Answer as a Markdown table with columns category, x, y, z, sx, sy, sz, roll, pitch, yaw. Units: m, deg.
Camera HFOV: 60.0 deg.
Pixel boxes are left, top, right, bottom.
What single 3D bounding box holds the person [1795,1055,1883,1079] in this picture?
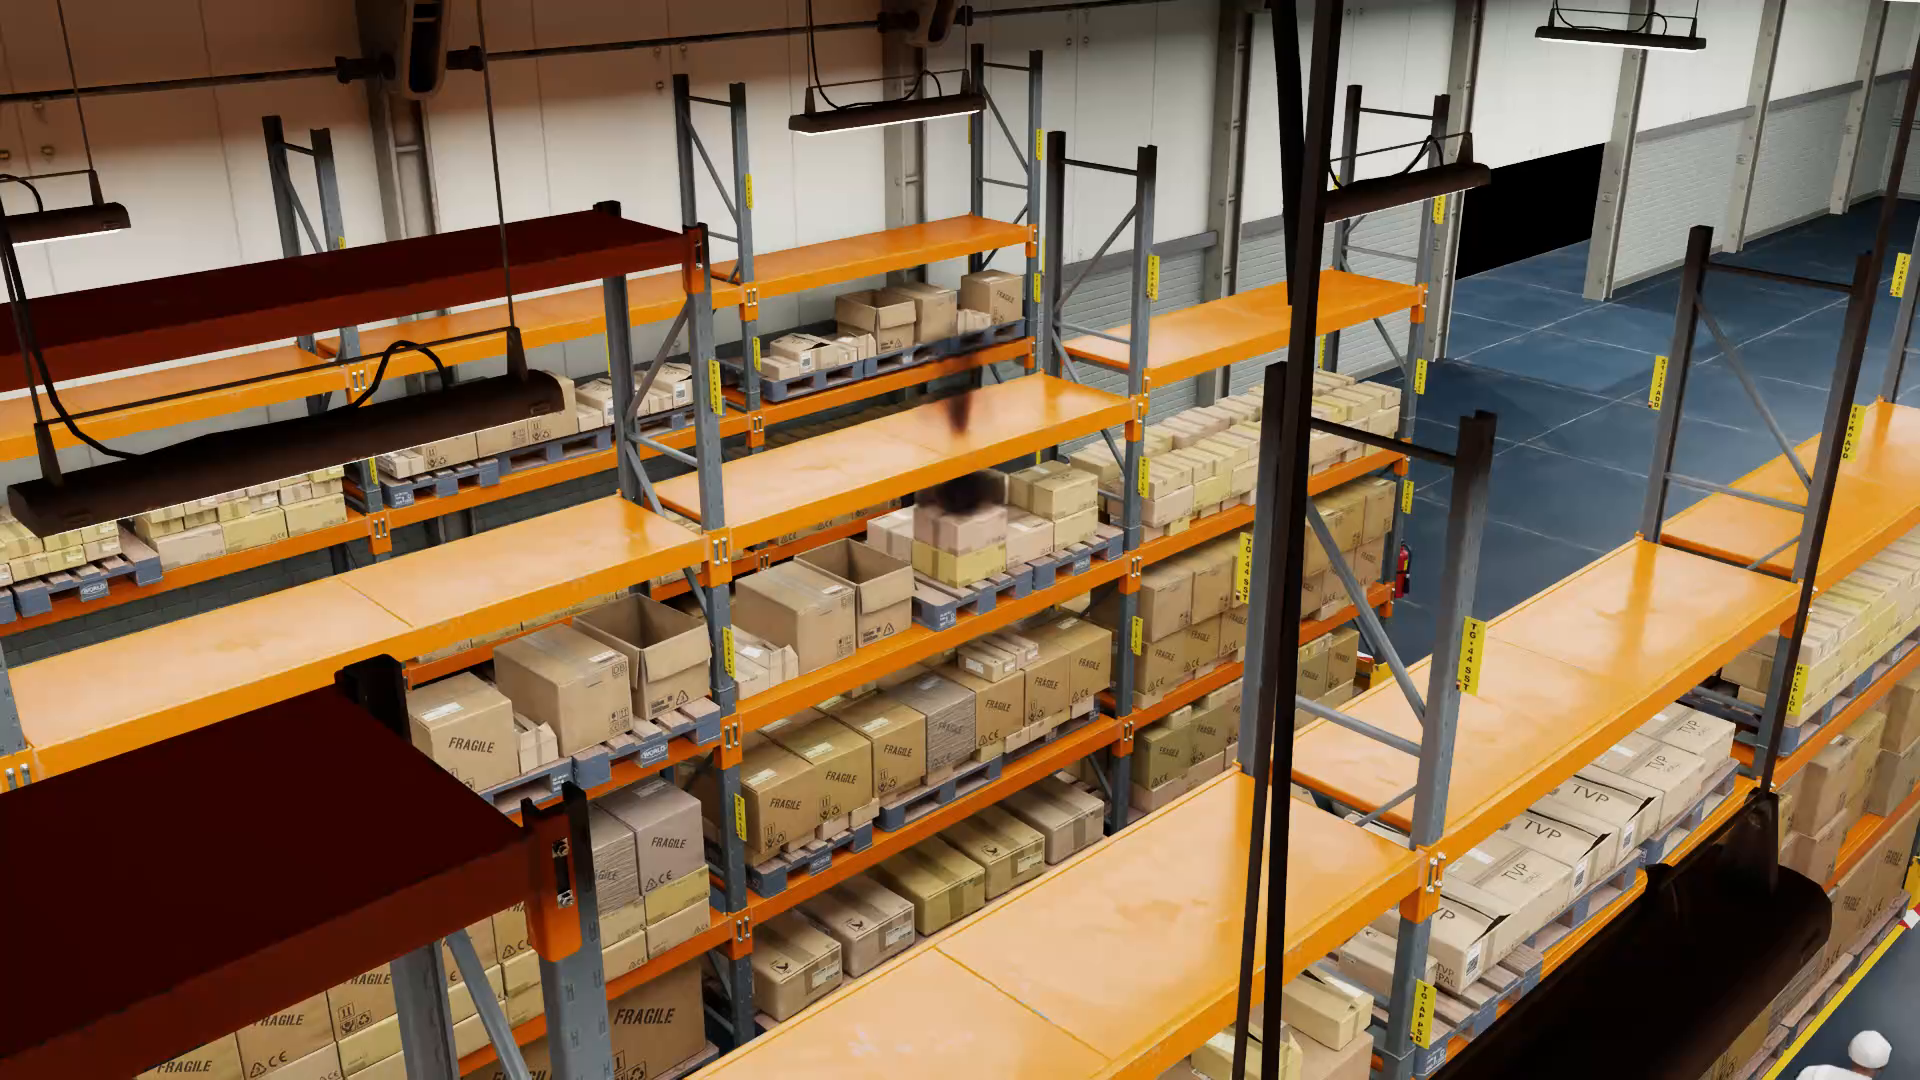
| category | x | y | z | sx | sy | sz | roll | pitch | yaw |
| --- | --- | --- | --- | --- | --- | --- | --- | --- | --- |
| person | 5.076 | 3.720 | 9.692 | 0.713 | 1.715 | 0.909 | 19 | 29 | 38 |
